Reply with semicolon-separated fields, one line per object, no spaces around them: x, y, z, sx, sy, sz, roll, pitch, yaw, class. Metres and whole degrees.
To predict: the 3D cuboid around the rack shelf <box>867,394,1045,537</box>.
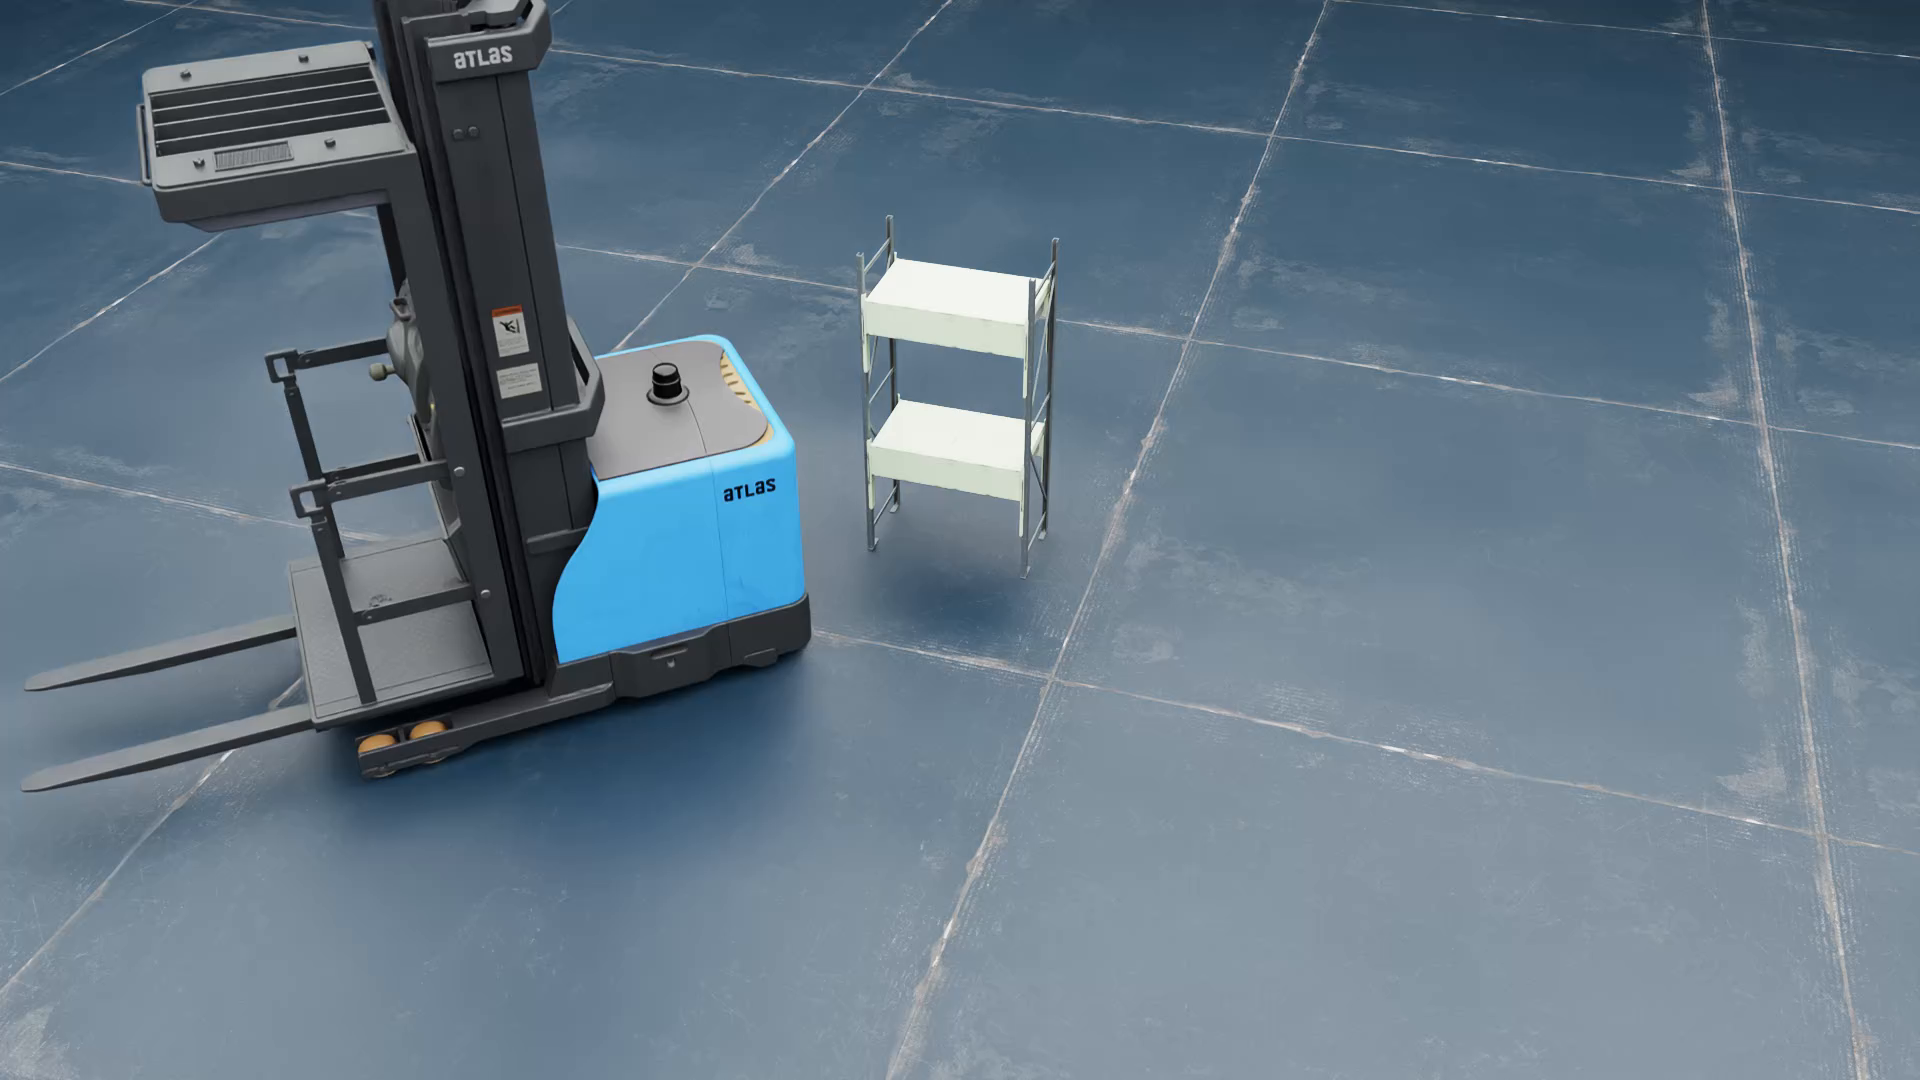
-0.006;-0.343;7.500;0.720;0.370;0.431;10;38;14;rack shelf

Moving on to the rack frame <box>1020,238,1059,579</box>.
0.343;-0.541;7.219;0.023;1.500;0.400;10;38;14;rack frame

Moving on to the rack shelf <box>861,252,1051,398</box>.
-0.006;-0.919;7.076;0.720;0.370;0.431;10;38;14;rack shelf

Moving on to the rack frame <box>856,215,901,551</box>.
-0.356;-0.670;7.395;0.023;1.500;0.400;10;38;14;rack frame

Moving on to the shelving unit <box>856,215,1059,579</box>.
-0.006;-0.605;7.307;0.755;1.500;0.431;10;38;14;shelving unit

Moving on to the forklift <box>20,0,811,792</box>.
-2.197;-0.612;6.109;3.031;2.935;1.130;-14;39;-19;forklift
